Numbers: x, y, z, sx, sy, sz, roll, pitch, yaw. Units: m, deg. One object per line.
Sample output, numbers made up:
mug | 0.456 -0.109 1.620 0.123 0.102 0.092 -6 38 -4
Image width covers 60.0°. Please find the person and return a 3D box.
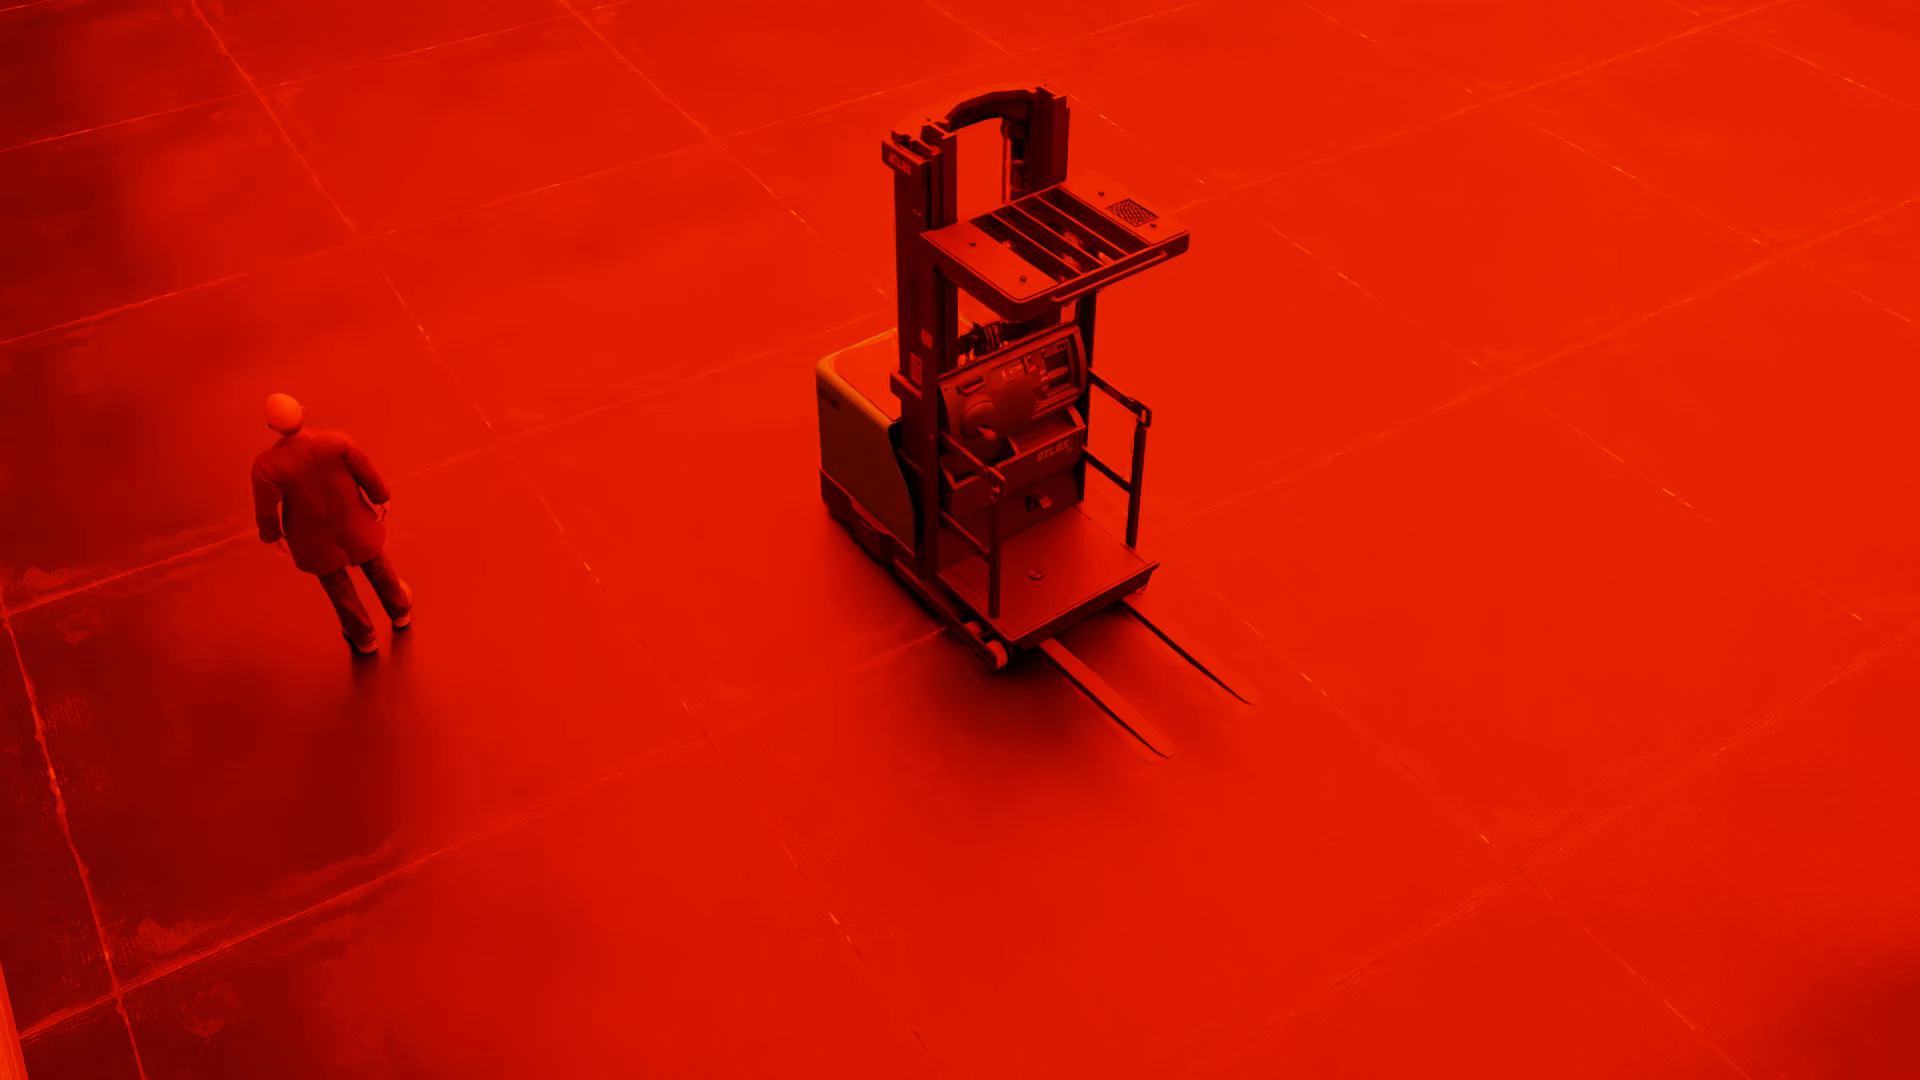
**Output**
person | -3.398 -0.142 8.900 0.695 1.775 0.584 -19 45 -21

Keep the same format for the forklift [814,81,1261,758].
forklift | 0.421 -0.751 8.731 1.130 2.935 3.031 -26 48 -27
